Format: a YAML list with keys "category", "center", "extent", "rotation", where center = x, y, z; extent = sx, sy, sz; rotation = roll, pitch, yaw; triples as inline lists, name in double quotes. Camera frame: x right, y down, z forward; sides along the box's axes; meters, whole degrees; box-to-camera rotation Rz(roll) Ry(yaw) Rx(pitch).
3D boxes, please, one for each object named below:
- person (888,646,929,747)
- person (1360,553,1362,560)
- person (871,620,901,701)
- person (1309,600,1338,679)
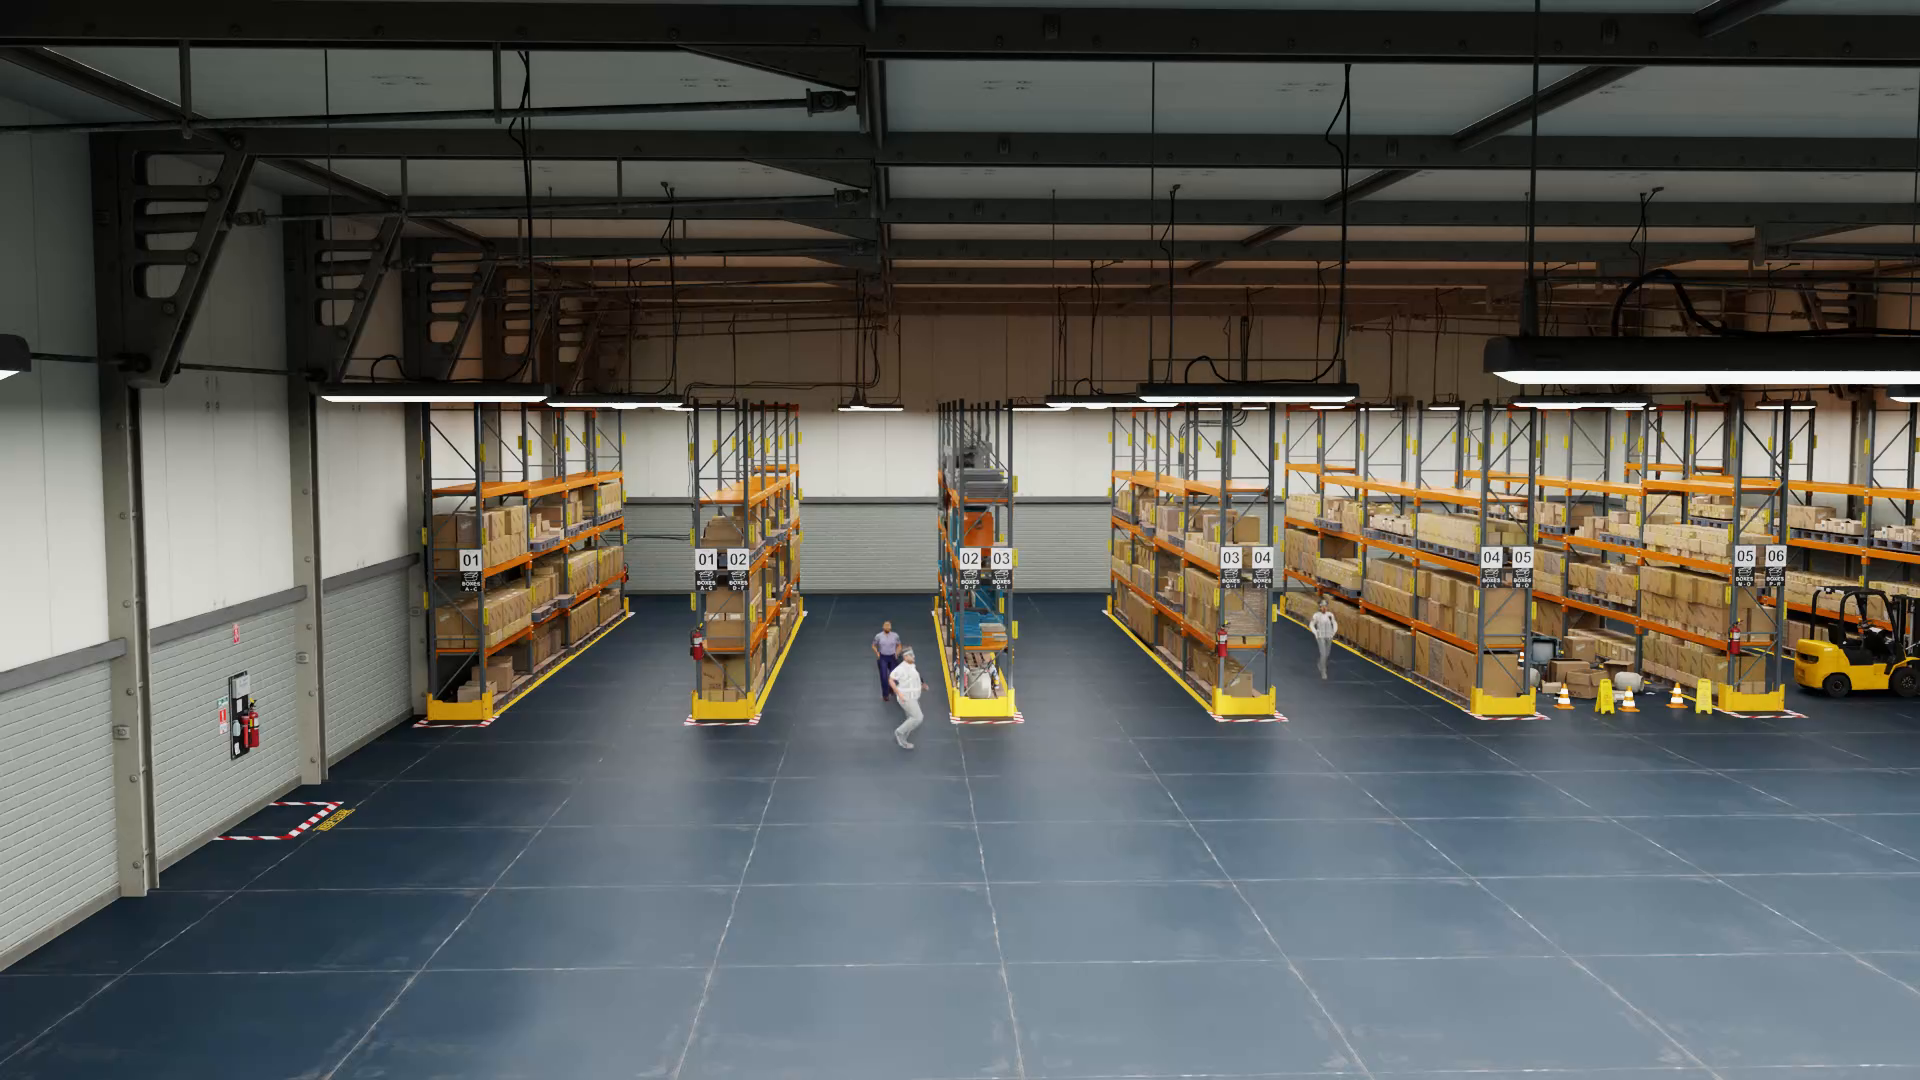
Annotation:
- category: "person"
  center: [-0.829, 2.688, 28.423]
  extent: [0.612, 1.744, 0.653]
  rotation: [2, 5, 20]
- category: "person"
  center: [11.367, 1.278, 47.005]
  extent: [0.672, 1.828, 0.770]
  rotation: [-1, 4, -11]
- category: "person"
  center: [-1.464, 2.401, 33.259]
  extent: [0.605, 1.593, 0.578]
  rotation: [-1, 4, -9]
- category: "person"
  center: [7.909, 2.136, 36.261]
  extent: [0.580, 1.705, 0.725]
  rotation: [0, 4, -2]
